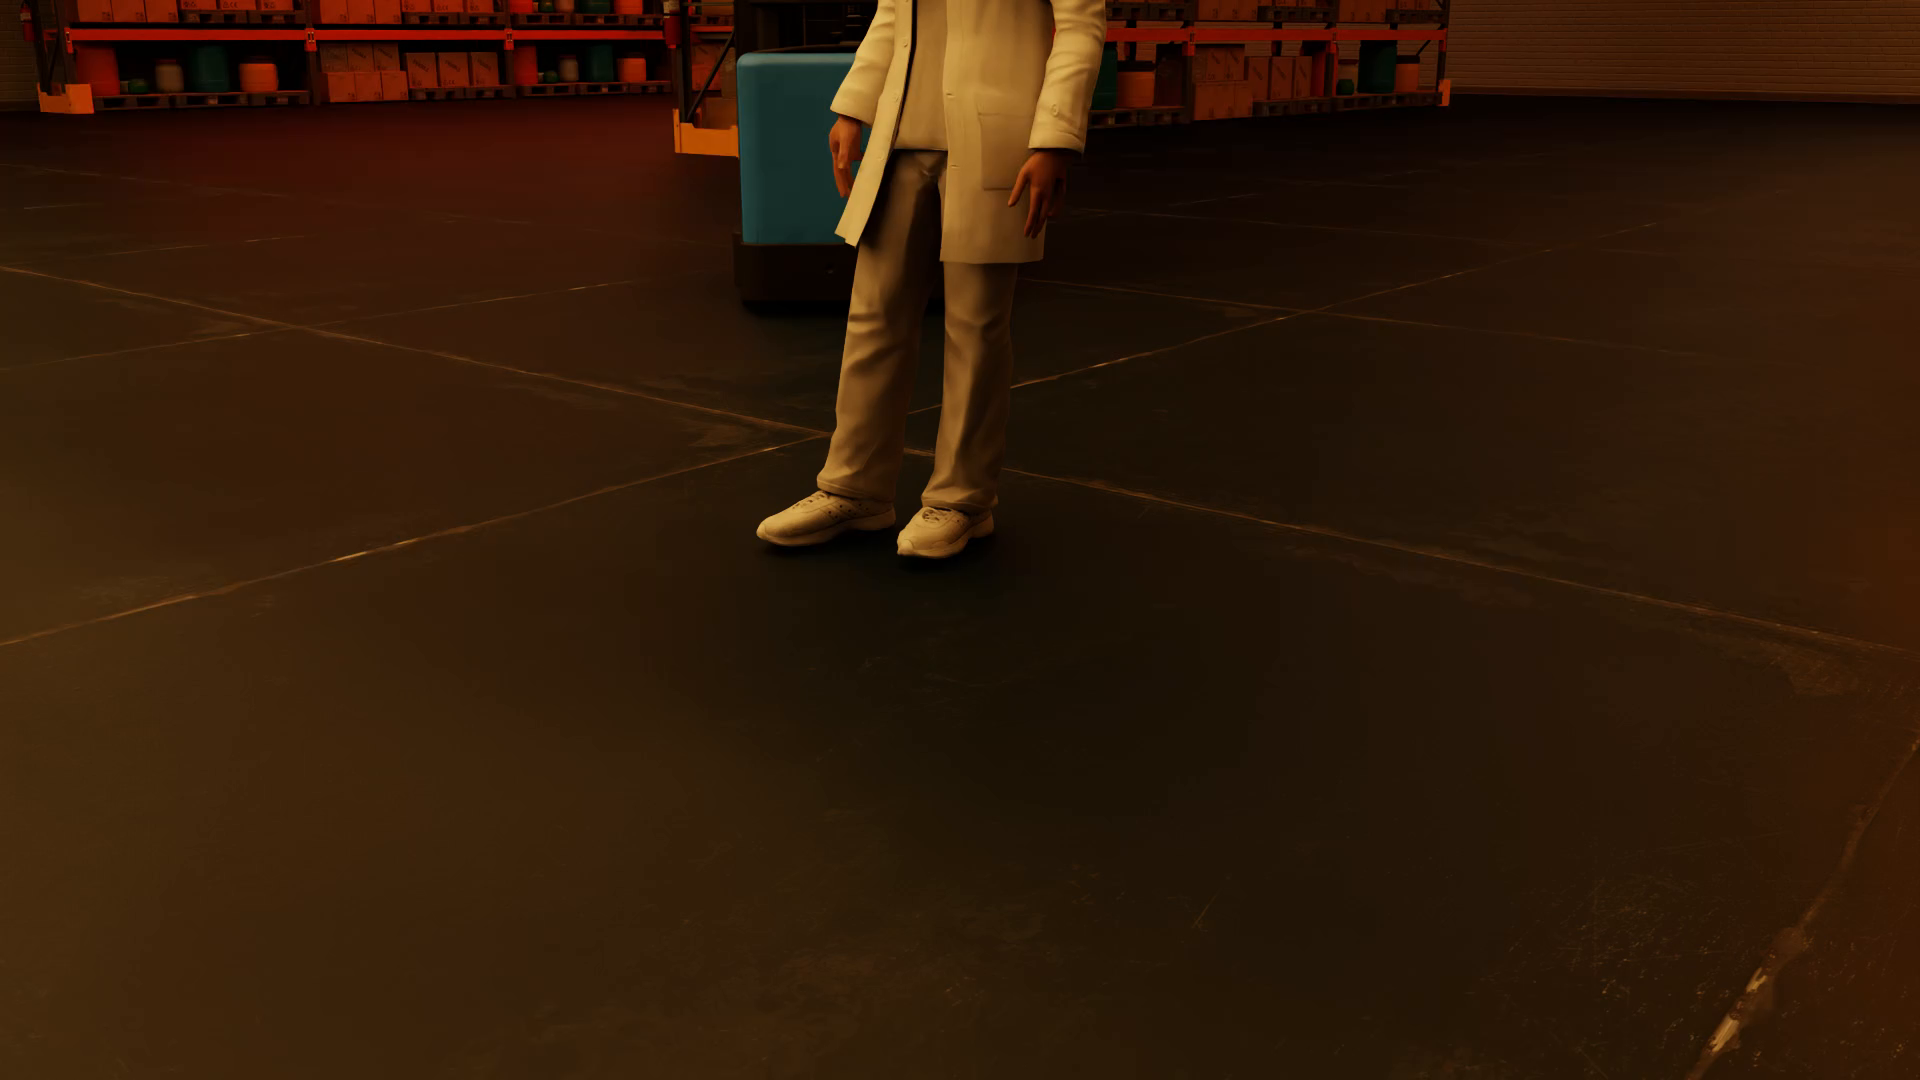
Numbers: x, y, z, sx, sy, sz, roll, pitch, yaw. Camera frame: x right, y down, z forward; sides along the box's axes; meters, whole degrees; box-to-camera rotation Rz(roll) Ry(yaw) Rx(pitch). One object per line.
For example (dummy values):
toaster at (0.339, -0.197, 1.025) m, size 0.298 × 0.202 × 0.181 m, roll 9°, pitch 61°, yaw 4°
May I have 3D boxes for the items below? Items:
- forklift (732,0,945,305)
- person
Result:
forklift at (-0.557, -2.785, 8.070) m, size 1.130 × 2.935 × 3.031 m, roll -2°, pitch 17°, yaw -6°
person at (-0.061, -0.838, 3.618) m, size 0.696 × 1.775 × 0.581 m, roll 13°, pitch 21°, yaw 37°
